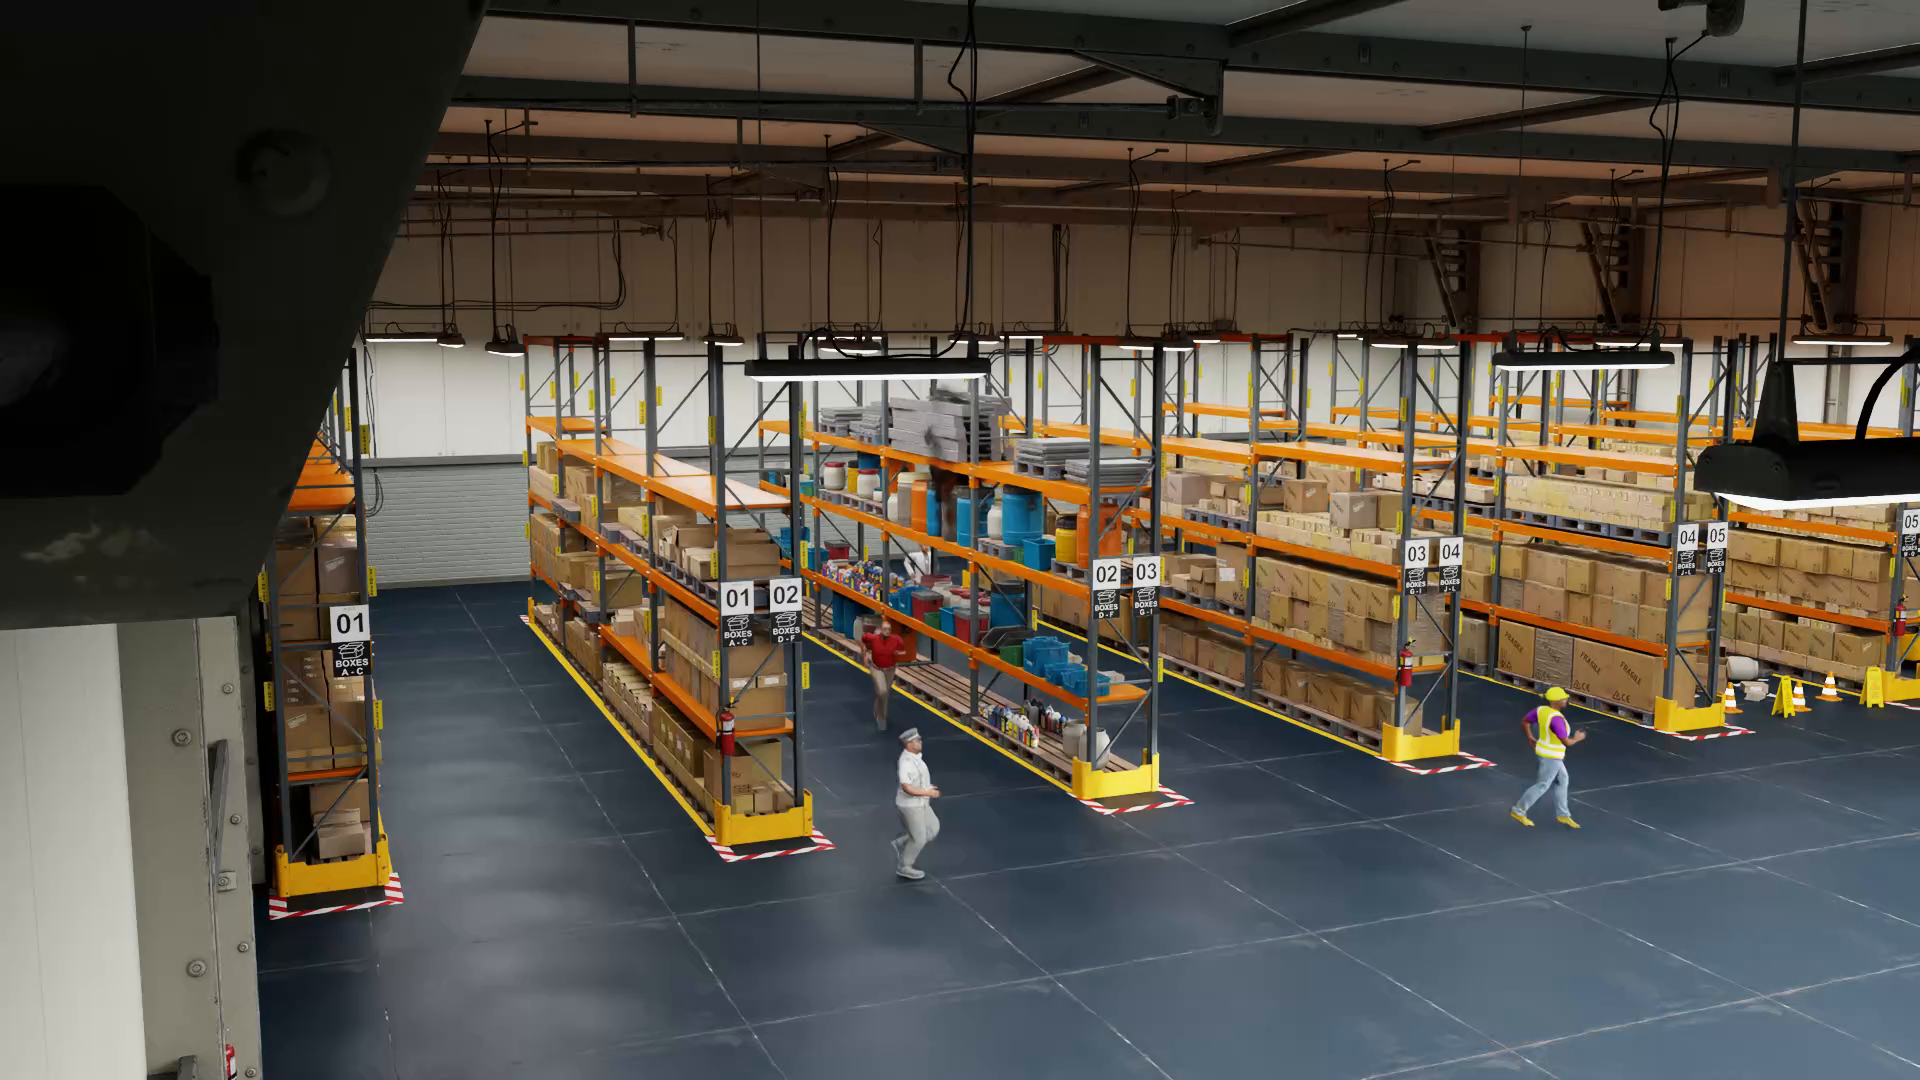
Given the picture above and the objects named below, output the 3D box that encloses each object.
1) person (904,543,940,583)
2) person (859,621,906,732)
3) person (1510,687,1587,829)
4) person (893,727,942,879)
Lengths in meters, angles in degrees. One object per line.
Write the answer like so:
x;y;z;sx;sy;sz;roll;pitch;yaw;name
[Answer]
-0.740;0.900;34.150;0.704;1.802;1.046;-4;9;-27;person
-1.197;2.083;25.824;0.650;1.734;0.934;-3;8;-22;person
7.289;2.707;20.601;0.897;1.803;0.681;0;8;4;person
-0.494;2.972;18.881;0.593;1.743;0.658;1;8;7;person
